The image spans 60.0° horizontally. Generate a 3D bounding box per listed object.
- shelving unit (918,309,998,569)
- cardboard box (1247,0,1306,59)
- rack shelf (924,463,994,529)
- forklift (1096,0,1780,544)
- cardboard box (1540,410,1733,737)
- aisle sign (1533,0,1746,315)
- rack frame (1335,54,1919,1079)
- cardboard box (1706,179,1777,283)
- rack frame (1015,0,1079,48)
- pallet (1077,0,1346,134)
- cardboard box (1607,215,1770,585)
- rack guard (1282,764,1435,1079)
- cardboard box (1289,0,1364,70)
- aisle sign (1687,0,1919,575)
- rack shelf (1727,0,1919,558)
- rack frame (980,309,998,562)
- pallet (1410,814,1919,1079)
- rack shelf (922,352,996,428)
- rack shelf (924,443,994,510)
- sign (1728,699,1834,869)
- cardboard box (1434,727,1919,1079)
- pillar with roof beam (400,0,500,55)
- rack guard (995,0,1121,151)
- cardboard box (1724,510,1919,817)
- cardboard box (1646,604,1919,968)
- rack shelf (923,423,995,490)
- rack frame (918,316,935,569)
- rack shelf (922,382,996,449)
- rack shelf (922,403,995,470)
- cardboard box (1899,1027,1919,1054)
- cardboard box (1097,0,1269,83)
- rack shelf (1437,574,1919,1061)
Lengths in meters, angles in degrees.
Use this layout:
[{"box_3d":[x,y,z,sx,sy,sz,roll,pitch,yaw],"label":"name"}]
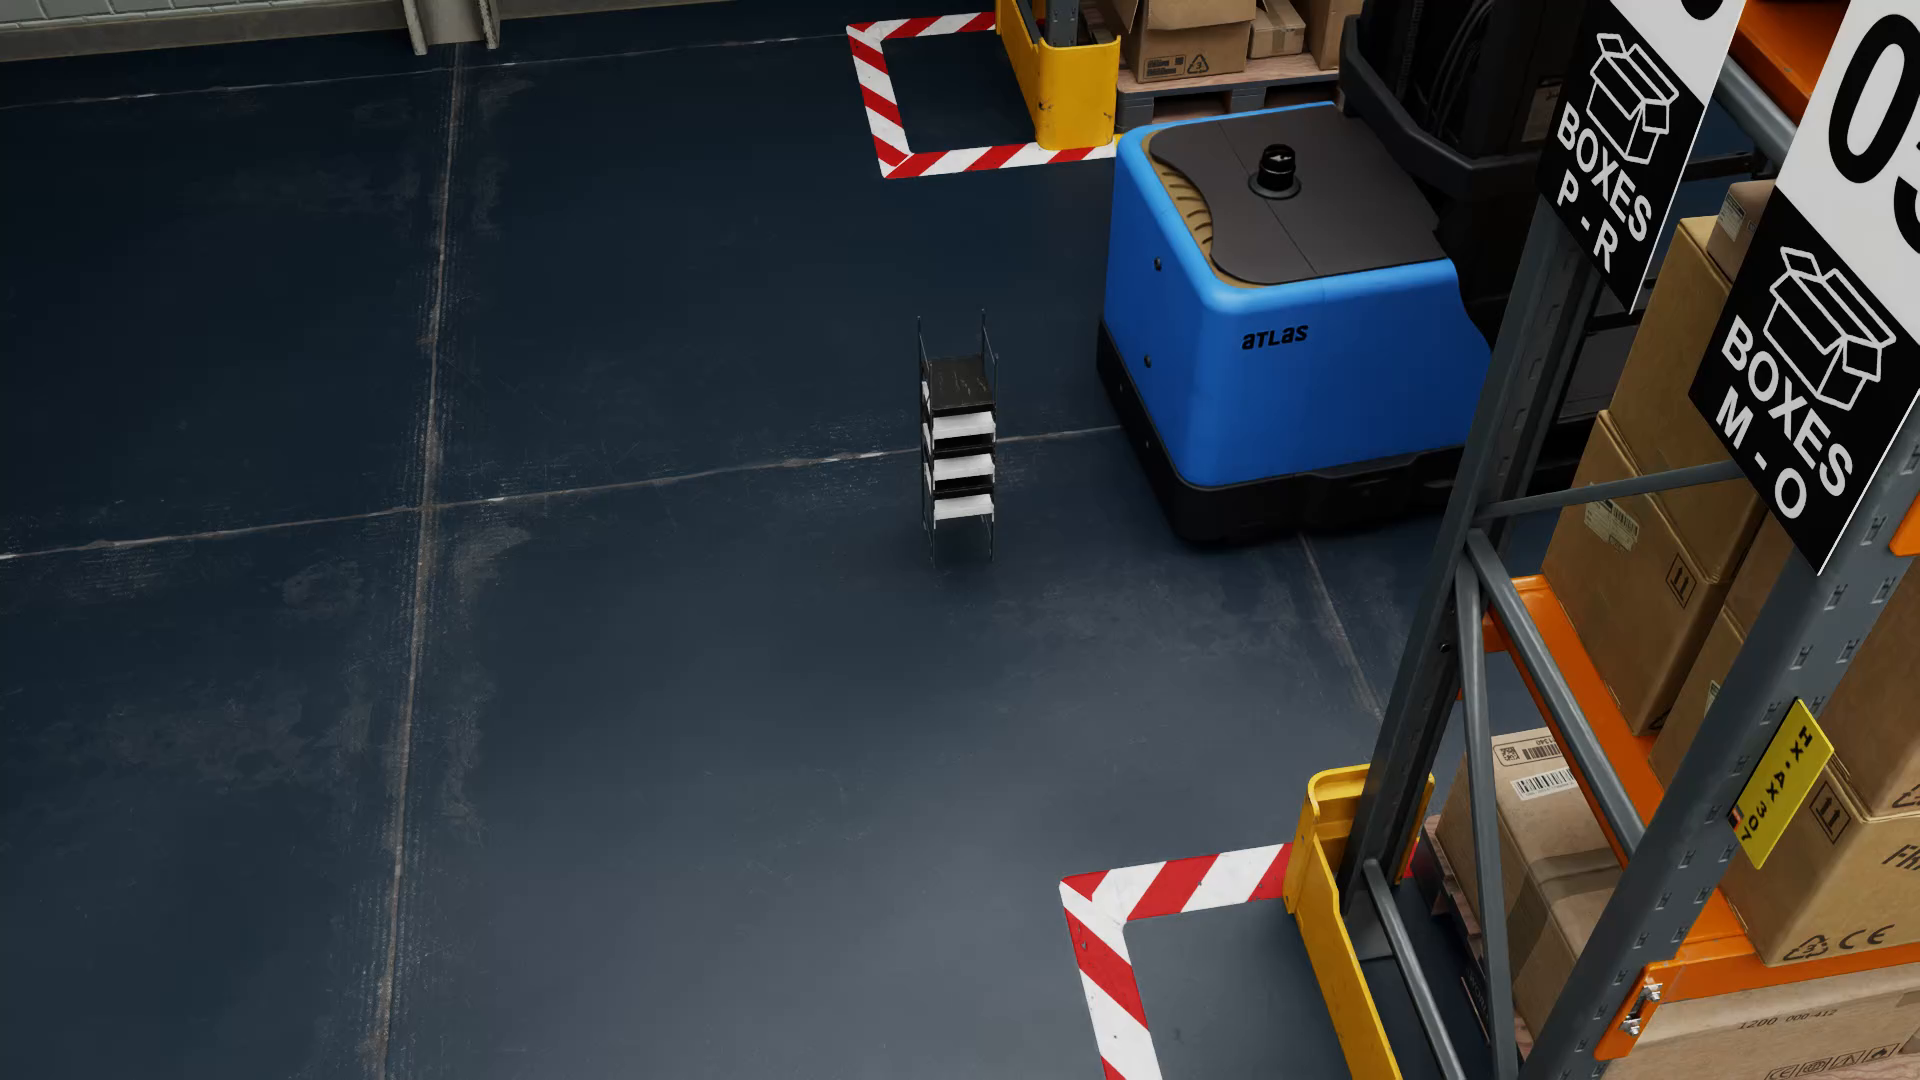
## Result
[{"box_3d":[-0.008,-0.311,5.425,0.210,0.900,0.258,-7,46,-7],"label":"shelving unit"},{"box_3d":[1.401,-2.386,7.654,0.250,0.149,0.380,-9,47,-8],"label":"cardboard box"},{"box_3d":[-0.008,-0.163,5.579,0.200,0.077,0.258,-7,46,-7],"label":"rack shelf"},{"box_3d":[2.087,-1.574,5.232,3.031,2.935,1.130,-10,47,-10],"label":"forklift"},{"box_3d":[1.637,0.043,3.556,0.500,0.500,0.500,-7,46,-7],"label":"cardboard box"},{"box_3d":[1.083,-0.789,2.622,0.004,0.787,0.394,-7,46,-7],"label":"aisle sign"},{"box_3d":[1.207,0.324,3.354,0.127,3.000,1.000,-7,46,-7],"label":"rack frame"},{"box_3d":[1.526,-0.468,2.904,0.250,0.149,0.380,-7,46,-6],"label":"cardboard box"},{"box_3d":[0.357,-3.197,6.747,0.127,3.000,1.000,-7,46,-7],"label":"rack frame"},{"box_3d":[1.217,-2.337,7.856,1.213,0.211,1.003,-7,46,-7],"label":"pallet"},{"box_3d":[1.641,-0.285,3.178,0.500,0.500,0.500,-6,46,-5],"label":"cardboard box"},{"box_3d":[1.183,1.195,4.252,0.348,0.500,1.175,-7,46,-7],"label":"rack guard"},{"box_3d":[1.824,-2.561,7.579,0.500,0.500,0.700,-5,46,-5],"label":"cardboard box"},{"box_3d":[1.185,-0.363,2.211,0.004,0.787,0.394,-7,46,-7],"label":"aisle sign"},{"box_3d":[3.177,-0.712,2.770,4.000,0.370,1.077,-7,46,-7],"label":"rack shelf"},{"box_3d":[0.092,-0.324,5.437,0.006,0.900,0.240,-7,46,-7],"label":"rack frame"},{"box_3d":[1.981,1.138,4.507,1.213,0.211,1.003,-7,46,-7],"label":"pallet"},{"box_3d":[-0.008,-0.475,5.255,0.200,0.077,0.258,-7,46,-7],"label":"rack shelf"},{"box_3d":[-0.008,-0.226,5.514,0.200,0.077,0.258,-7,46,-7],"label":"rack shelf"},{"box_3d":[1.295,0.391,2.634,0.005,0.325,0.100,-7,46,-7],"label":"sign"},{"box_3d":[1.840,0.916,4.272,0.875,0.438,0.875,-9,47,-8],"label":"cardboard box"},{"box_3d":[-1.720,-2.532,1.941,0.400,9.000,9.100,-7,46,-7],"label":"pillar with roof beam"},{"box_3d":[0.431,-2.339,7.657,0.348,0.500,1.175,-7,46,-7],"label":"rack guard"},{"box_3d":[1.728,0.086,2.820,0.500,0.500,0.500,-8,47,-8],"label":"cardboard box"},{"box_3d":[1.729,0.435,3.179,0.500,0.500,0.500,-7,47,-7],"label":"cardboard box"},{"box_3d":[-0.008,-0.288,5.449,0.200,0.077,0.258,-7,46,-7],"label":"rack shelf"},{"box_3d":[-0.108,-0.299,5.413,0.006,0.900,0.240,-7,46,-7],"label":"rack frame"},{"box_3d":[-0.008,-0.413,5.319,0.200,0.077,0.258,-7,46,-7],"label":"rack shelf"},{"box_3d":[-0.008,-0.351,5.384,0.200,0.077,0.258,-7,46,-7],"label":"rack shelf"},{"box_3d":[2.740,0.797,4.386,0.875,0.438,0.875,-6,46,-6],"label":"cardboard box"},{"box_3d":[0.975,-2.485,7.503,0.637,0.503,0.797,-9,47,-8],"label":"cardboard box"},{"box_3d":[3.177,0.329,3.850,4.000,0.370,1.077,-7,46,-7],"label":"rack shelf"}]
